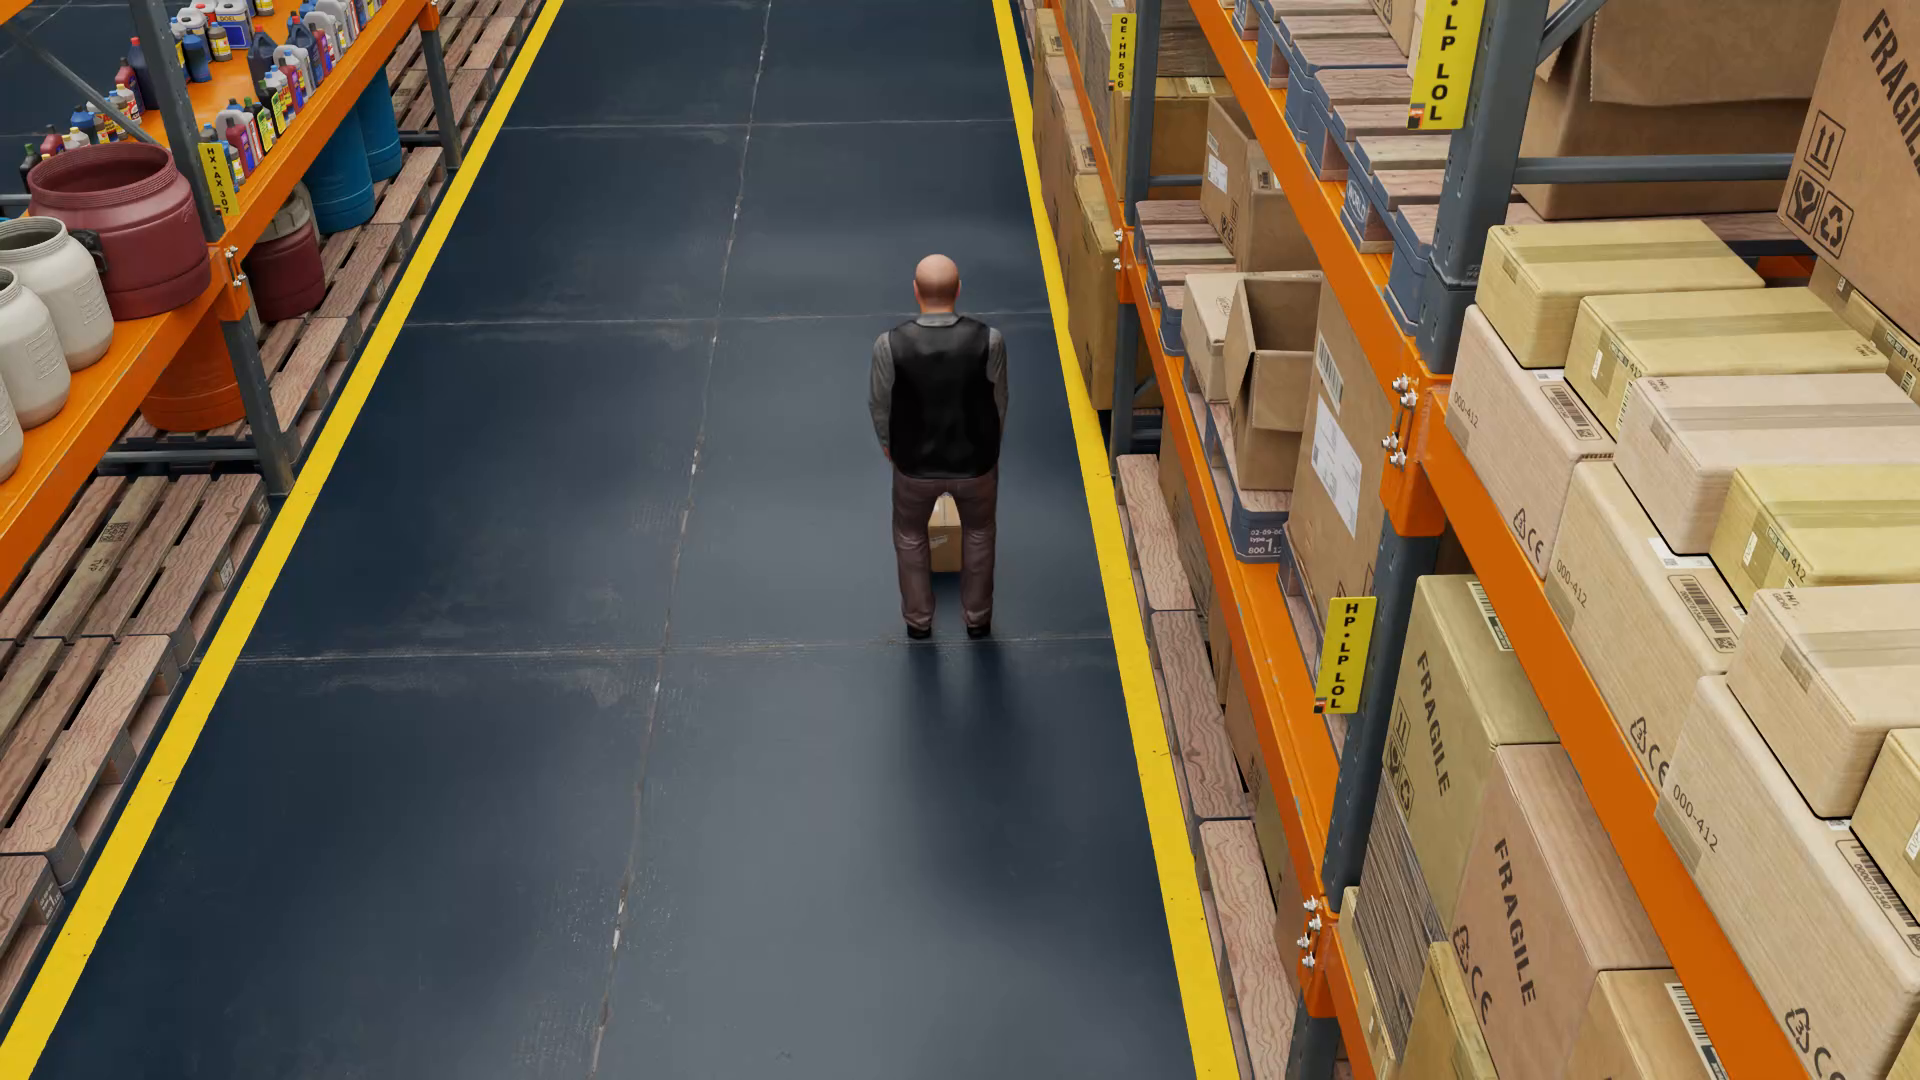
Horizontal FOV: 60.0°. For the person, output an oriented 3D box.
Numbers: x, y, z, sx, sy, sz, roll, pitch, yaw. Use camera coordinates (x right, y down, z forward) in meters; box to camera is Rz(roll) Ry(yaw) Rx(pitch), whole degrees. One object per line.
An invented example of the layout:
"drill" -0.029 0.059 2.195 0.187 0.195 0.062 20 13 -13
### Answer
"person" -0.086 -0.329 6.684 0.556 1.679 0.423 -1 35 -1
